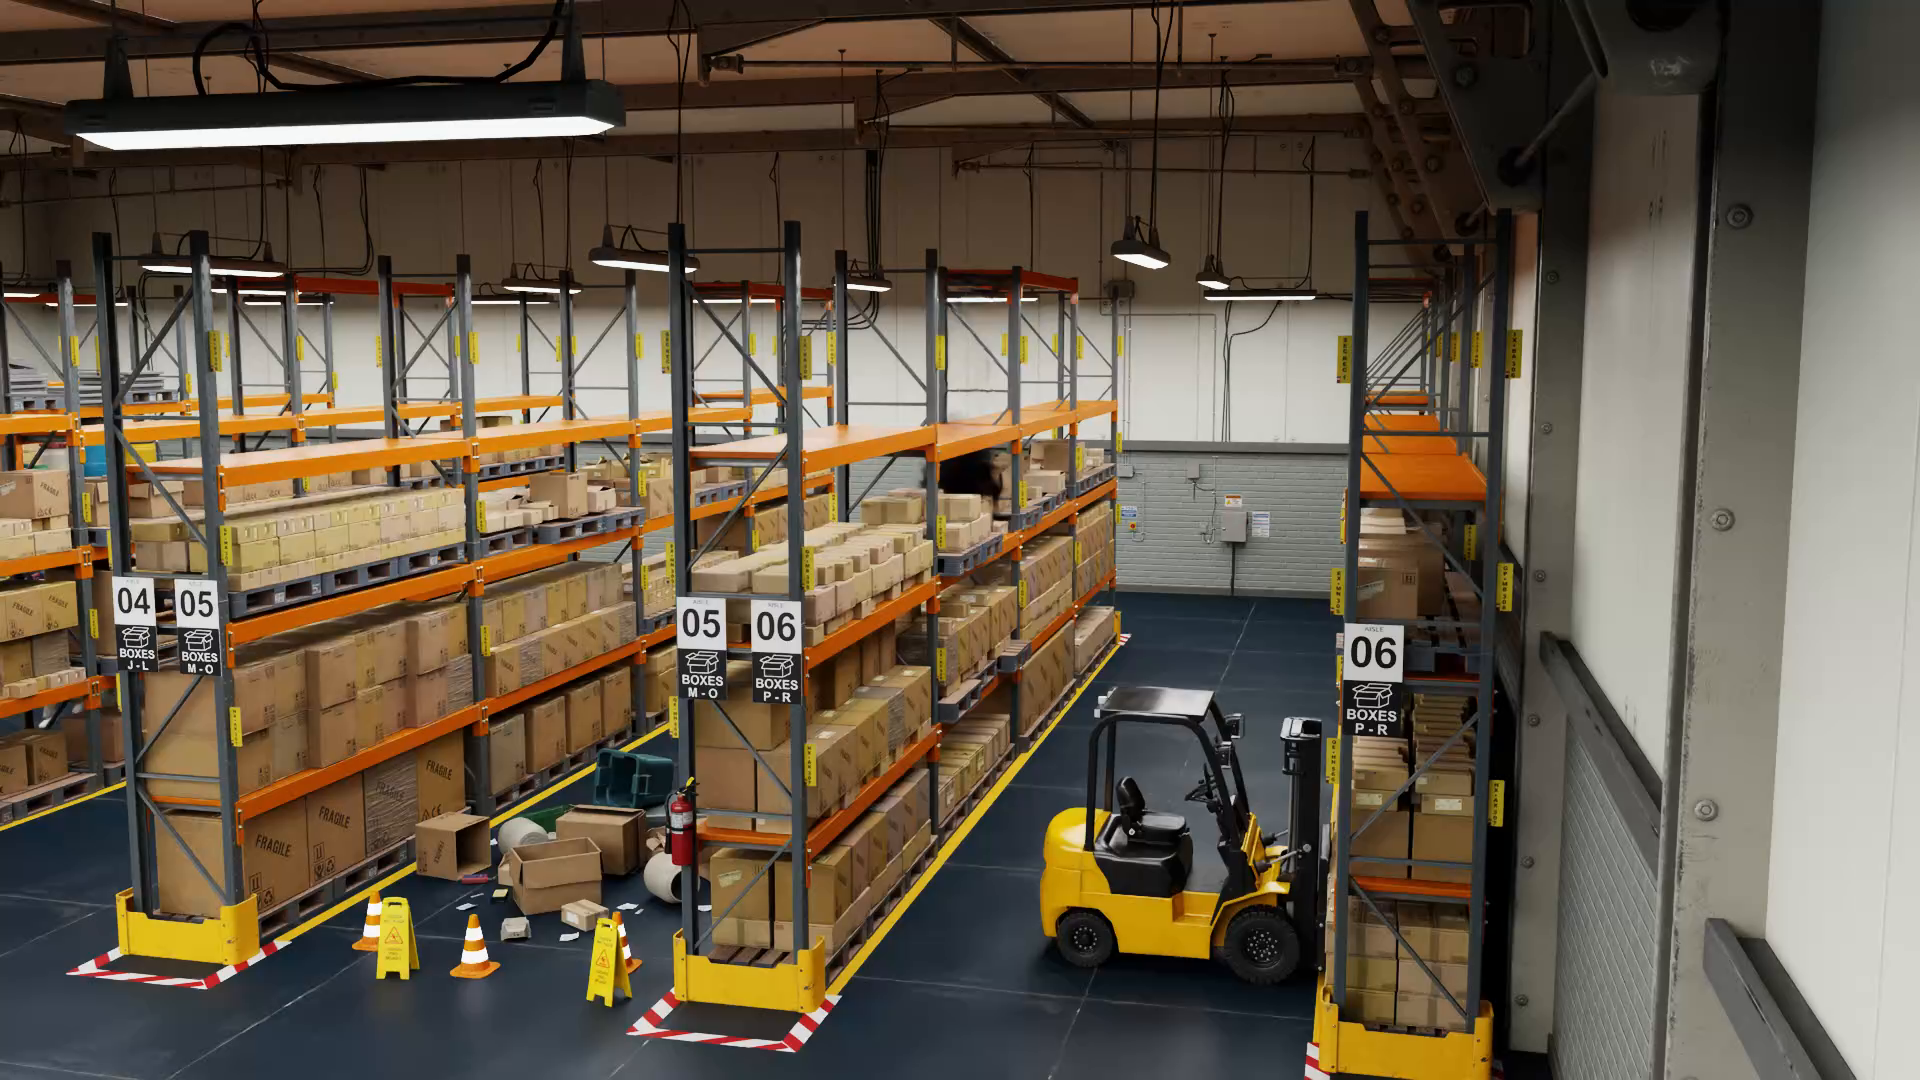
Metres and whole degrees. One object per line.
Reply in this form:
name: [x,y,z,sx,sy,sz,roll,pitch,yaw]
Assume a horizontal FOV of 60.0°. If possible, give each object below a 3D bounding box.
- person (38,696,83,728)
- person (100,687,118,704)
person: [-12.139,1.625,22.327,0.570,1.672,0.805,1,7,9]
person: [-11.153,1.608,22.090,0.691,1.761,0.799,2,7,13]
